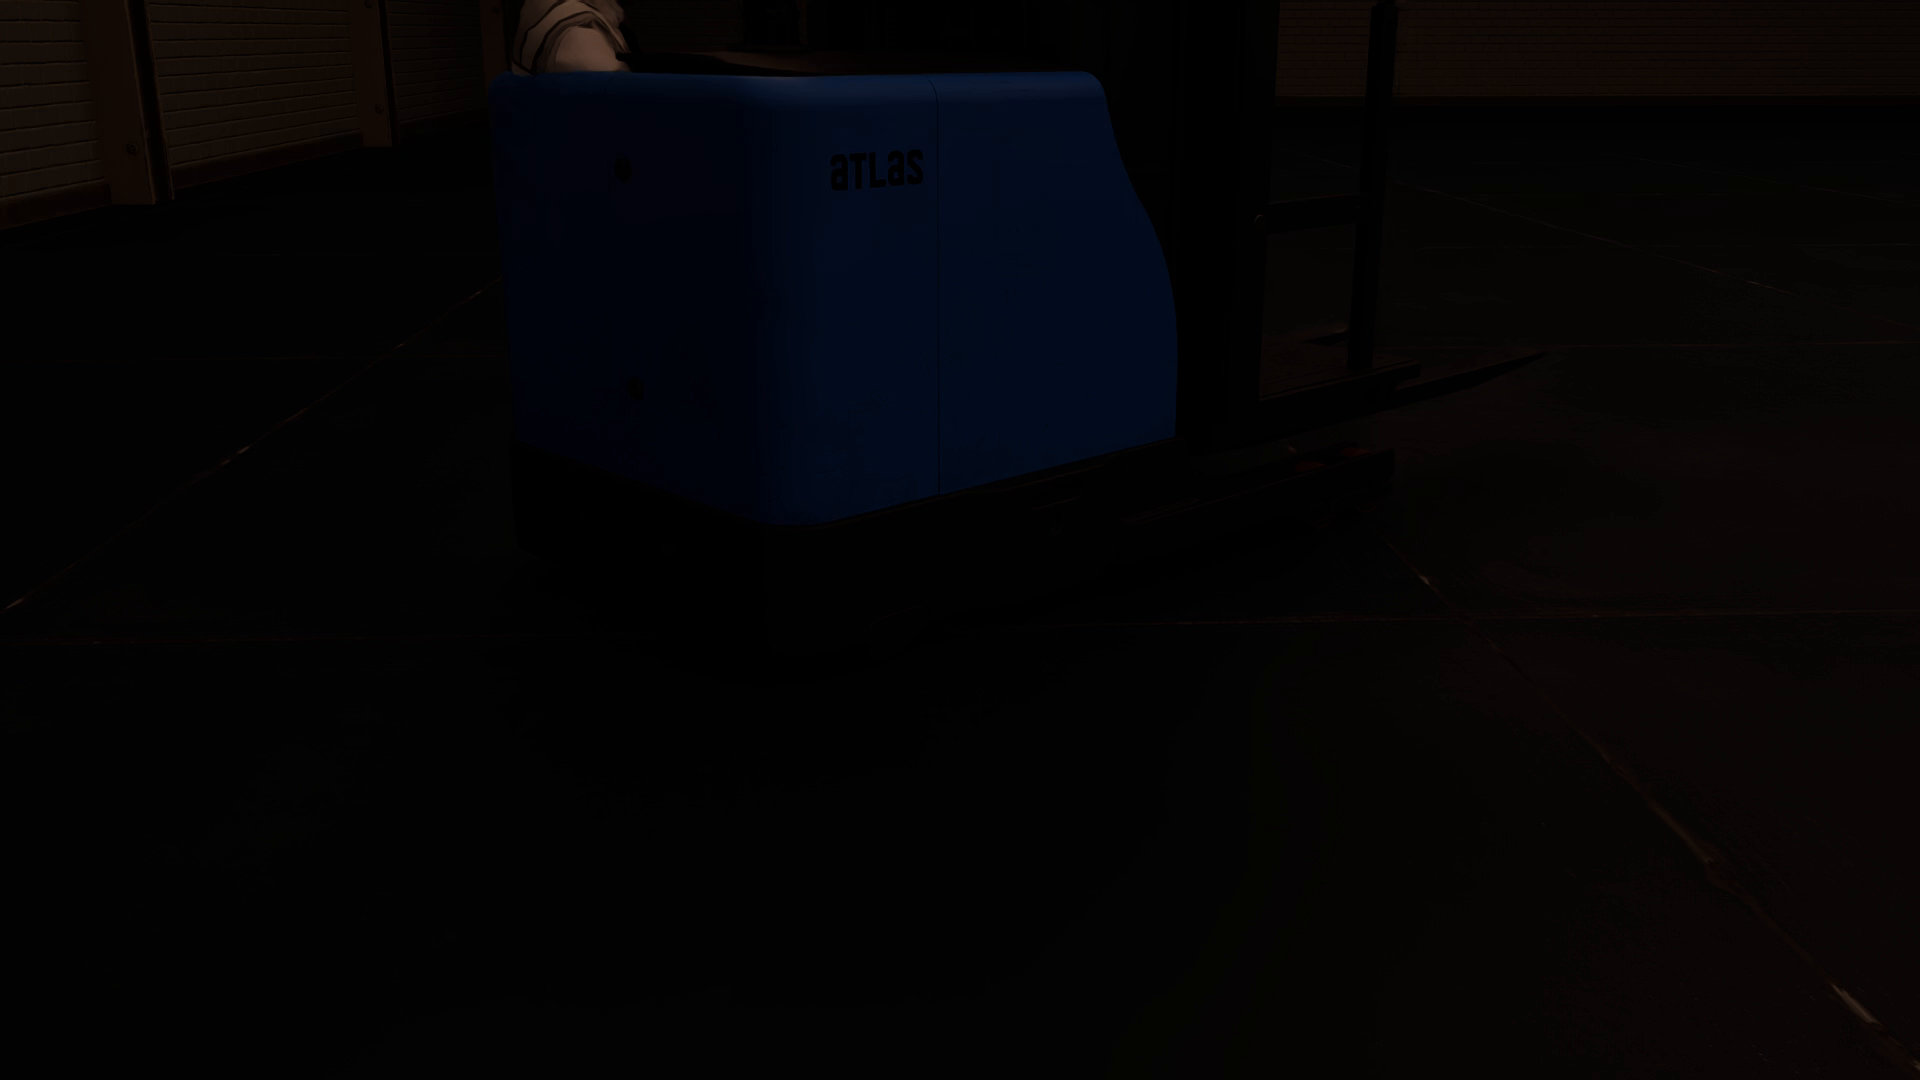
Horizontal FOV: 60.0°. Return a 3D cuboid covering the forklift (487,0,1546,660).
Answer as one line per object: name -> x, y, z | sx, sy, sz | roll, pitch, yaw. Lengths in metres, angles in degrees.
forklift -> 0.441, -1.525, 3.894 | 3.031, 2.935, 1.130 | -15, 23, -41

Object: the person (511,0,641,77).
person -> -0.597, -0.667, 3.550 | 0.711, 1.443, 0.890 | -4, 17, -13
